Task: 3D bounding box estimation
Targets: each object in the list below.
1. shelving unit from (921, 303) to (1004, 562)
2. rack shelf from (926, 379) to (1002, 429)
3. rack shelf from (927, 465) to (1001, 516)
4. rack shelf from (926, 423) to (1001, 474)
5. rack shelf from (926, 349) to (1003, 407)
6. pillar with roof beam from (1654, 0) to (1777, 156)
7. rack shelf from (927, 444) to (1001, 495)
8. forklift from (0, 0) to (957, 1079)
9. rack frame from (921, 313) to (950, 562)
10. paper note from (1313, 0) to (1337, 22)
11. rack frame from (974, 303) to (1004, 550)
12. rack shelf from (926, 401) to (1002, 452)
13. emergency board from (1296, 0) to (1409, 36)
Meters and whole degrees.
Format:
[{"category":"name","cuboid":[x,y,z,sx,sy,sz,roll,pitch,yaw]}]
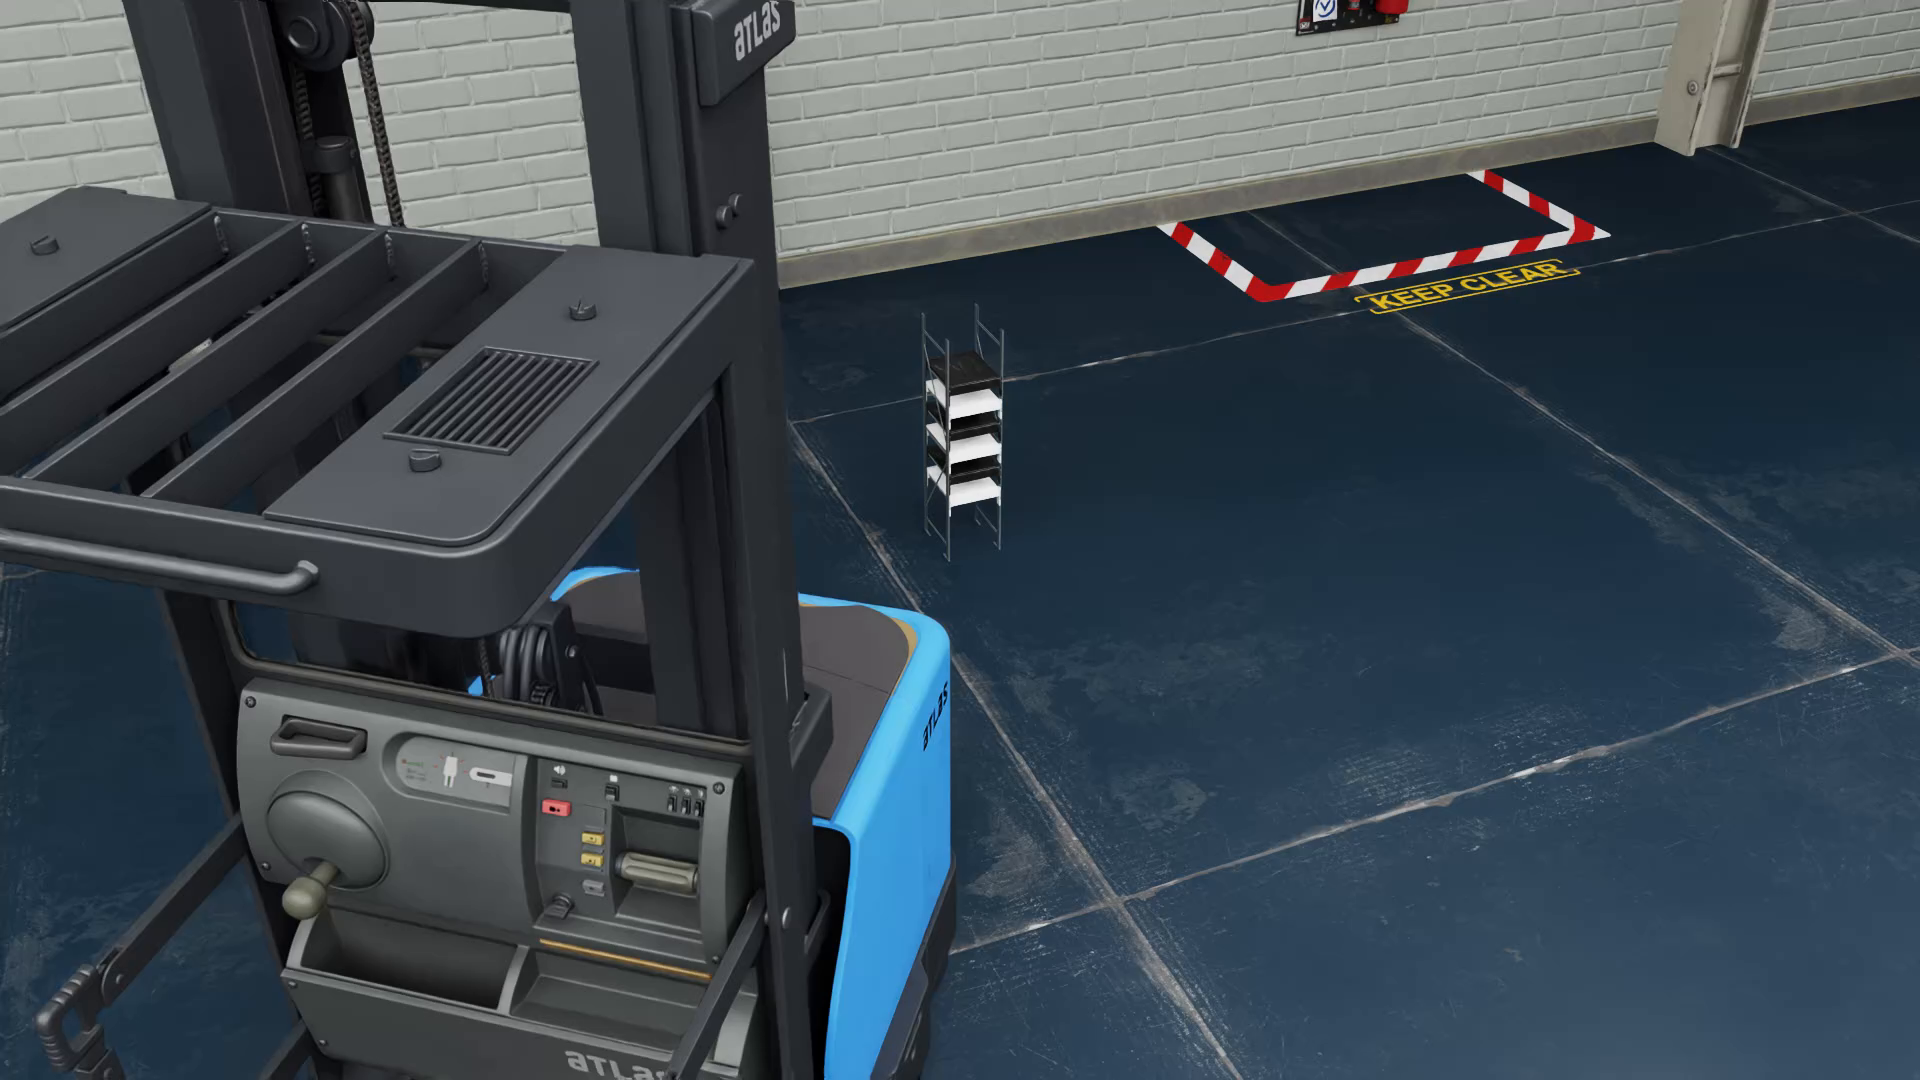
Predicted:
[{"category":"shelving unit","cuboid":[0.007,-0.379,6.007,0.210,0.900,0.258,-13,35,-19]},{"category":"rack shelf","cuboid":[0.007,-0.502,5.927,0.200,0.077,0.258,-13,35,-19]},{"category":"rack shelf","cuboid":[0.007,-0.200,6.124,0.200,0.077,0.258,-13,35,-19]},{"category":"rack shelf","cuboid":[0.007,-0.351,6.025,0.200,0.077,0.258,-13,35,-19]},{"category":"rack shelf","cuboid":[0.007,-0.577,5.878,0.200,0.077,0.258,-13,35,-19]},{"category":"pillar with roof beam","cuboid":[6.024,-3.961,4.087,0.400,9.000,9.100,-13,35,-19]},{"category":"rack shelf","cuboid":[0.007,-0.276,6.074,0.200,0.077,0.258,-13,35,-19]},{"category":"forklift","cuboid":[-0.882,0.561,2.701,1.130,2.935,3.031,8,34,12]},{"category":"rack frame","cuboid":[-0.086,-0.357,5.974,0.006,0.900,0.240,-13,35,-19]},{"category":"paper note","cuboid":[1.874,-2.737,8.514,0.142,0.148,0.016,-13,35,-19]},{"category":"rack frame","cuboid":[0.101,-0.400,6.040,0.006,0.900,0.240,-13,35,-19]},{"category":"rack shelf","cuboid":[0.007,-0.426,5.976,0.200,0.077,0.258,-13,35,-19]},{"category":"emergency board","cuboid":[2.064,-3.109,8.278,0.643,1.169,0.194,-13,35,-19]}]
